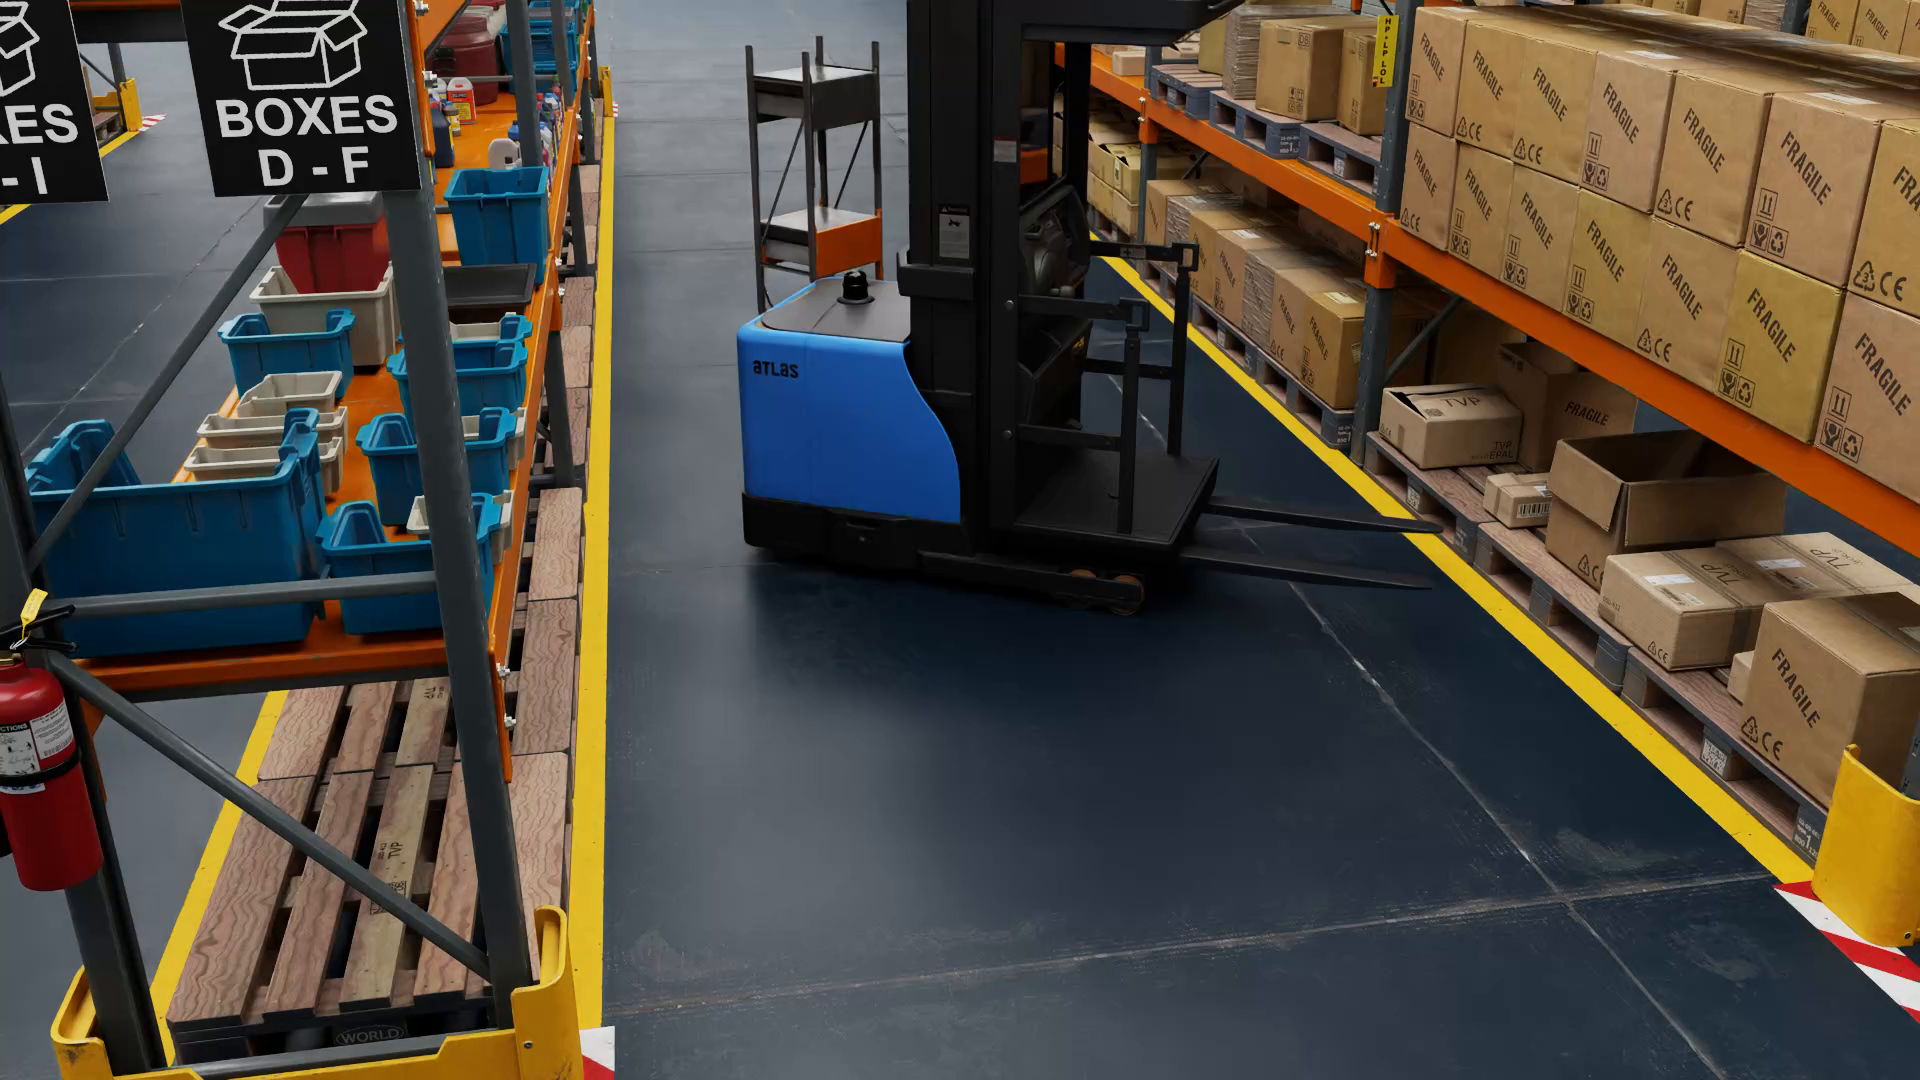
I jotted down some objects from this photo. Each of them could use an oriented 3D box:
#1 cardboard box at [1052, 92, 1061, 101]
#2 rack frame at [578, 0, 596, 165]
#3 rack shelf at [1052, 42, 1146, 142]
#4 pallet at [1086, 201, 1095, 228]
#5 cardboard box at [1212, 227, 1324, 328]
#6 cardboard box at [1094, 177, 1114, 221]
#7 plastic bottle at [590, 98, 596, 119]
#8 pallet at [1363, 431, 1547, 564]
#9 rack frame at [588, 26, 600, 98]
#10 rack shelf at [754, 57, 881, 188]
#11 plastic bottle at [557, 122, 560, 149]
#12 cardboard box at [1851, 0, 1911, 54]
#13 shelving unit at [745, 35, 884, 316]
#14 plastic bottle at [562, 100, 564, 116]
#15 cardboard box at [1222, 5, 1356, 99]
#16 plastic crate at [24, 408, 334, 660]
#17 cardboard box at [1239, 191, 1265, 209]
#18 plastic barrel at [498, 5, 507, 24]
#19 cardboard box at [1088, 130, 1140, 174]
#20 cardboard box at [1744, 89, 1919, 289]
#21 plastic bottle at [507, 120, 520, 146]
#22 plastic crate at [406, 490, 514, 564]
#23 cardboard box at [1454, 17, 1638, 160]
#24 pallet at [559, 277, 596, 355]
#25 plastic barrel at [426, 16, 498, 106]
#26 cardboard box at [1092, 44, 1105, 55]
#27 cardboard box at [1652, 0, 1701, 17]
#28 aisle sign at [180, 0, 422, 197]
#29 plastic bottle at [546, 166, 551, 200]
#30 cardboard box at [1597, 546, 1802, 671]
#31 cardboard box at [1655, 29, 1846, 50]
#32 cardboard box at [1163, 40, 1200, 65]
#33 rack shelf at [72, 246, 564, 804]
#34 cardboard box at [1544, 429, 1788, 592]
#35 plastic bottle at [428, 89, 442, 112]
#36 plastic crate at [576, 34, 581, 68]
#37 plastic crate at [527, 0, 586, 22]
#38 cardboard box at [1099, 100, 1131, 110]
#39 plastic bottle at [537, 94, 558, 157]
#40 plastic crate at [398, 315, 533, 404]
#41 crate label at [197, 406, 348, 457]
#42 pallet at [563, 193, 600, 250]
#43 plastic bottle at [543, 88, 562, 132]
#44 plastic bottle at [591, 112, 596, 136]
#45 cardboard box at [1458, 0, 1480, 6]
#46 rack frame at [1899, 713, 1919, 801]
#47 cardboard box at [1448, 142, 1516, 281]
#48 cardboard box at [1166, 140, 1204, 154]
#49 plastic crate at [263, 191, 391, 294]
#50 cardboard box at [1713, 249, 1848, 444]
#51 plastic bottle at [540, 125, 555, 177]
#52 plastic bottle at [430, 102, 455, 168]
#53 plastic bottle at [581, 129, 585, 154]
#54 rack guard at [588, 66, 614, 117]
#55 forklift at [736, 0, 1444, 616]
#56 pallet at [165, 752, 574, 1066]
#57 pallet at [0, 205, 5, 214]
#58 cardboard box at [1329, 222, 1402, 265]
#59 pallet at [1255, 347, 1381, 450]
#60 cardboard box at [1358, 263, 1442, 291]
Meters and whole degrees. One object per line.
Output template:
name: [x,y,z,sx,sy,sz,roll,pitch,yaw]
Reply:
cardboard box: [0.895,-3.962,15.285,0.500,0.311,0.500,-4,24,-10]
rack frame: [-3.805,-4.589,14.509,1.000,3.000,0.127,-4,24,-10]
rack shelf: [1.434,-3.838,13.688,1.077,0.370,4.000,-4,24,-10]
pallet: [1.467,-2.908,14.146,1.003,0.211,1.213,-4,24,-10]
cardboard box: [1.898,-1.629,10.305,0.500,0.500,0.500,-5,24,-12]
cardboard box: [1.368,-2.704,13.105,0.500,0.250,0.500,-5,24,-10]
plastic bottle: [-3.754,-4.325,16.758,0.152,0.276,0.135,-4,24,-9]
pallet: [2.669,-0.259,8.080,1.003,0.211,1.213,-4,24,-10]
rack frame: [-4.545,-6.162,18.112,1.000,3.000,0.127,-4,24,-10]
rack shelf: [-0.701,-2.029,8.055,0.431,0.518,0.480,18,29,35]
plastic bottle: [-2.399,-2.391,9.726,0.097,0.201,0.097,0,24,0]
cardboard box: [6.597,-3.523,11.548,0.500,0.500,0.500,-4,24,-8]
shelving unit: [-0.702,-1.399,8.328,0.431,2.100,0.503,18,29,35]
plastic bottle: [-2.568,-2.750,10.548,0.097,0.201,0.097,0,24,0]
cardboard box: [2.012,-3.006,10.235,0.700,0.500,0.500,0,24,0]
plastic crate: [-1.831,-0.030,3.953,0.616,0.435,0.499,-4,24,-10]
cardboard box: [2.207,-2.086,11.353,0.500,0.500,0.500,-3,24,-8]
plastic barrel: [-3.708,-3.970,12.923,0.433,0.535,0.433,0,24,0]
cardboard box: [1.271,-3.161,13.449,0.500,0.311,0.500,-4,24,-10]
cardboard box: [2.836,-1.091,5.127,0.500,0.500,0.500,-4,24,-8]
plastic bottle: [-2.423,-2.163,9.114,0.097,0.271,0.097,0,24,0]
plastic crate: [-1.286,-0.029,4.324,0.250,0.136,0.298,-4,24,-10]
cardboard box: [2.449,-1.902,6.984,0.500,0.500,0.500,-5,24,-11]
pallet: [-2.879,-1.431,10.762,1.003,0.211,1.213,-4,24,-10]
plastic barrel: [-3.449,-3.238,11.246,0.600,0.536,0.708,-4,24,-10]
cardboard box: [1.380,-4.292,13.705,0.500,0.500,0.500,-4,24,-10]
cardboard box: [6.322,-4.669,14.018,0.700,0.500,0.500,-4,24,-10]
aisle sign: [-1.281,-1.054,3.167,0.394,0.787,0.004,-4,24,-10]
plastic bottle: [-2.135,-1.830,8.440,0.097,0.201,0.097,0,24,0]
cardboard box: [2.794,0.253,6.309,0.500,0.250,0.500,-4,24,-10]
cardboard box: [3.081,-1.732,6.594,0.500,0.500,0.500,-4,24,-9]
cardboard box: [1.779,-3.486,12.096,0.500,0.311,0.500,-3,24,-6]
rack shelf: [-1.956,-0.326,5.647,1.077,0.370,4.000,-4,24,-10]
cardboard box: [2.895,-0.126,6.861,0.797,0.503,0.637,-4,24,-10]
plastic bottle: [-3.217,-2.583,10.071,0.152,0.276,0.135,-4,24,-10]
plastic crate: [-3.206,-3.828,13.031,0.450,0.188,0.662,-4,24,-10]
plastic crate: [-3.777,-4.776,15.015,0.767,0.338,0.504,-4,24,-10]
cardboard box: [1.523,-3.801,14.916,0.500,0.311,0.500,-4,24,-8]
plastic bottle: [-2.371,-2.350,9.445,0.144,0.351,0.185,-4,24,-10]
plastic crate: [-1.607,-0.577,5.458,0.416,0.233,0.300,-4,24,-10]
crate label: [-2.030,-0.306,4.957,0.396,0.136,0.243,-4,24,-10]
pallet: [-3.393,-2.524,13.266,1.003,0.211,1.213,-4,24,-10]
plastic bottle: [-2.489,-2.615,10.150,0.097,0.271,0.097,0,24,0]
plastic bottle: [-3.571,-4.036,16.088,0.061,0.283,0.133,-3,24,-7]
cardboard box: [5.462,-5.623,17.040,0.500,0.250,0.500,-4,24,-10]
rack frame: [3.283,-0.234,4.538,1.000,3.000,0.127,-4,24,-10]
cardboard box: [2.467,-1.431,7.155,0.500,0.500,0.500,-4,24,-9]
cardboard box: [1.890,-3.004,13.090,0.500,0.311,0.500,-5,24,-11]
plastic crate: [-2.407,-1.129,6.433,0.402,0.464,0.583,-4,24,-10]
cardboard box: [2.833,-0.640,5.342,0.500,0.500,0.500,-4,24,-9]
plastic bottle: [-2.245,-2.097,8.964,0.097,0.271,0.097,0,24,0]
plastic bottle: [-2.896,-2.254,9.226,0.144,0.351,0.185,-4,24,-10]
plastic bottle: [-3.433,-3.698,15.329,0.097,0.271,0.097,0,24,0]
rack guard: [-4.484,-4.990,18.552,1.175,0.500,0.348,-4,24,-10]
forklift: [0.590,-1.263,6.981,3.031,2.935,1.130,8,25,17]
pallet: [-1.700,1.082,5.009,1.003,0.211,1.213,-4,24,-10]
pallet: [-8.527,-2.638,13.527,1.003,0.211,1.213,-4,24,-10]
cardboard box: [2.508,-1.809,9.780,0.500,0.250,0.500,-4,24,-10]
pallet: [2.355,-0.847,9.425,1.003,0.211,1.213,-4,24,-10]
cardboard box: [2.583,-1.281,9.508,0.500,0.500,0.500,-4,24,-9]
